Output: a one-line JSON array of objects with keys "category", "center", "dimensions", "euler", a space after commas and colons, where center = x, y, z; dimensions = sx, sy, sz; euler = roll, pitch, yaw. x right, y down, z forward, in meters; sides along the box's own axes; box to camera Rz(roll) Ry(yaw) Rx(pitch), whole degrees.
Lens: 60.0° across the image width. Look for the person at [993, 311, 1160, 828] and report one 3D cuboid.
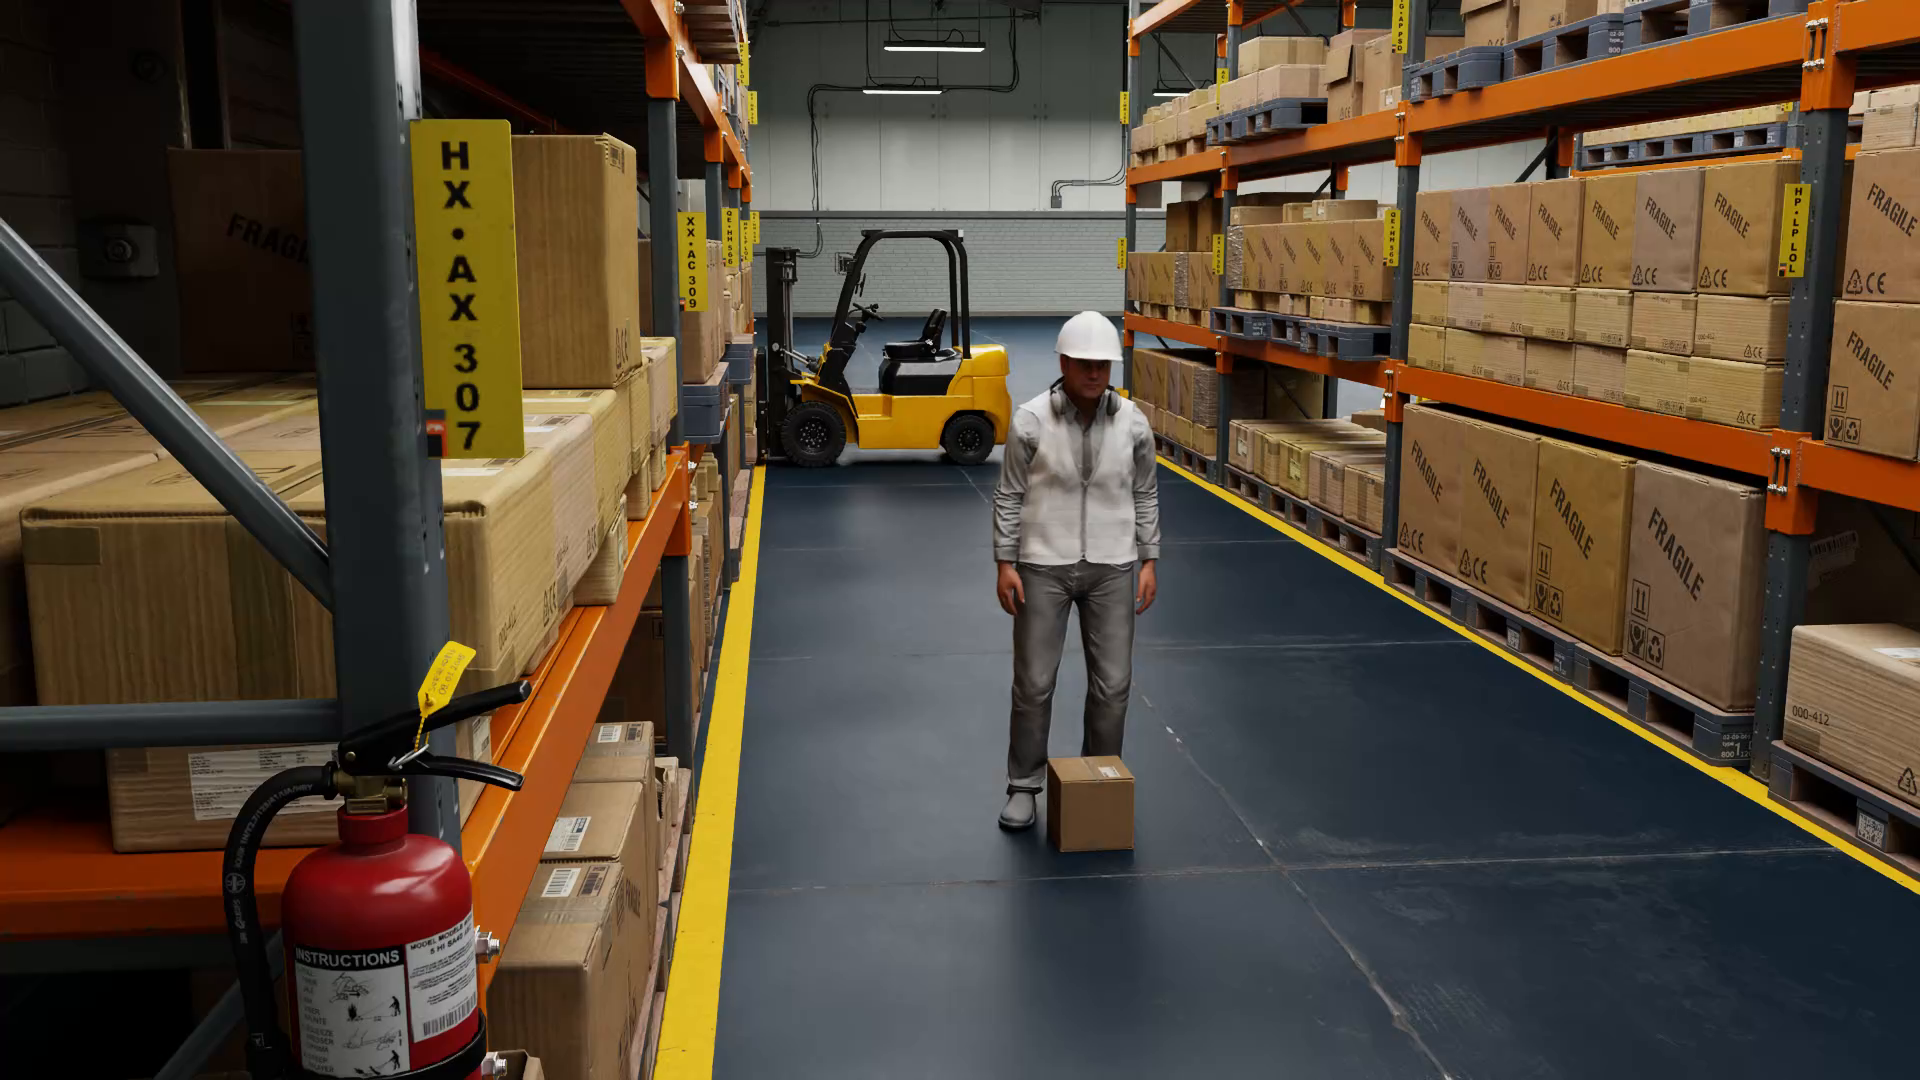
[{"category": "person", "center": [0.405, 0.100, 5.752], "dimensions": [0.584, 1.771, 0.466], "euler": [-1, 10, -7]}]
